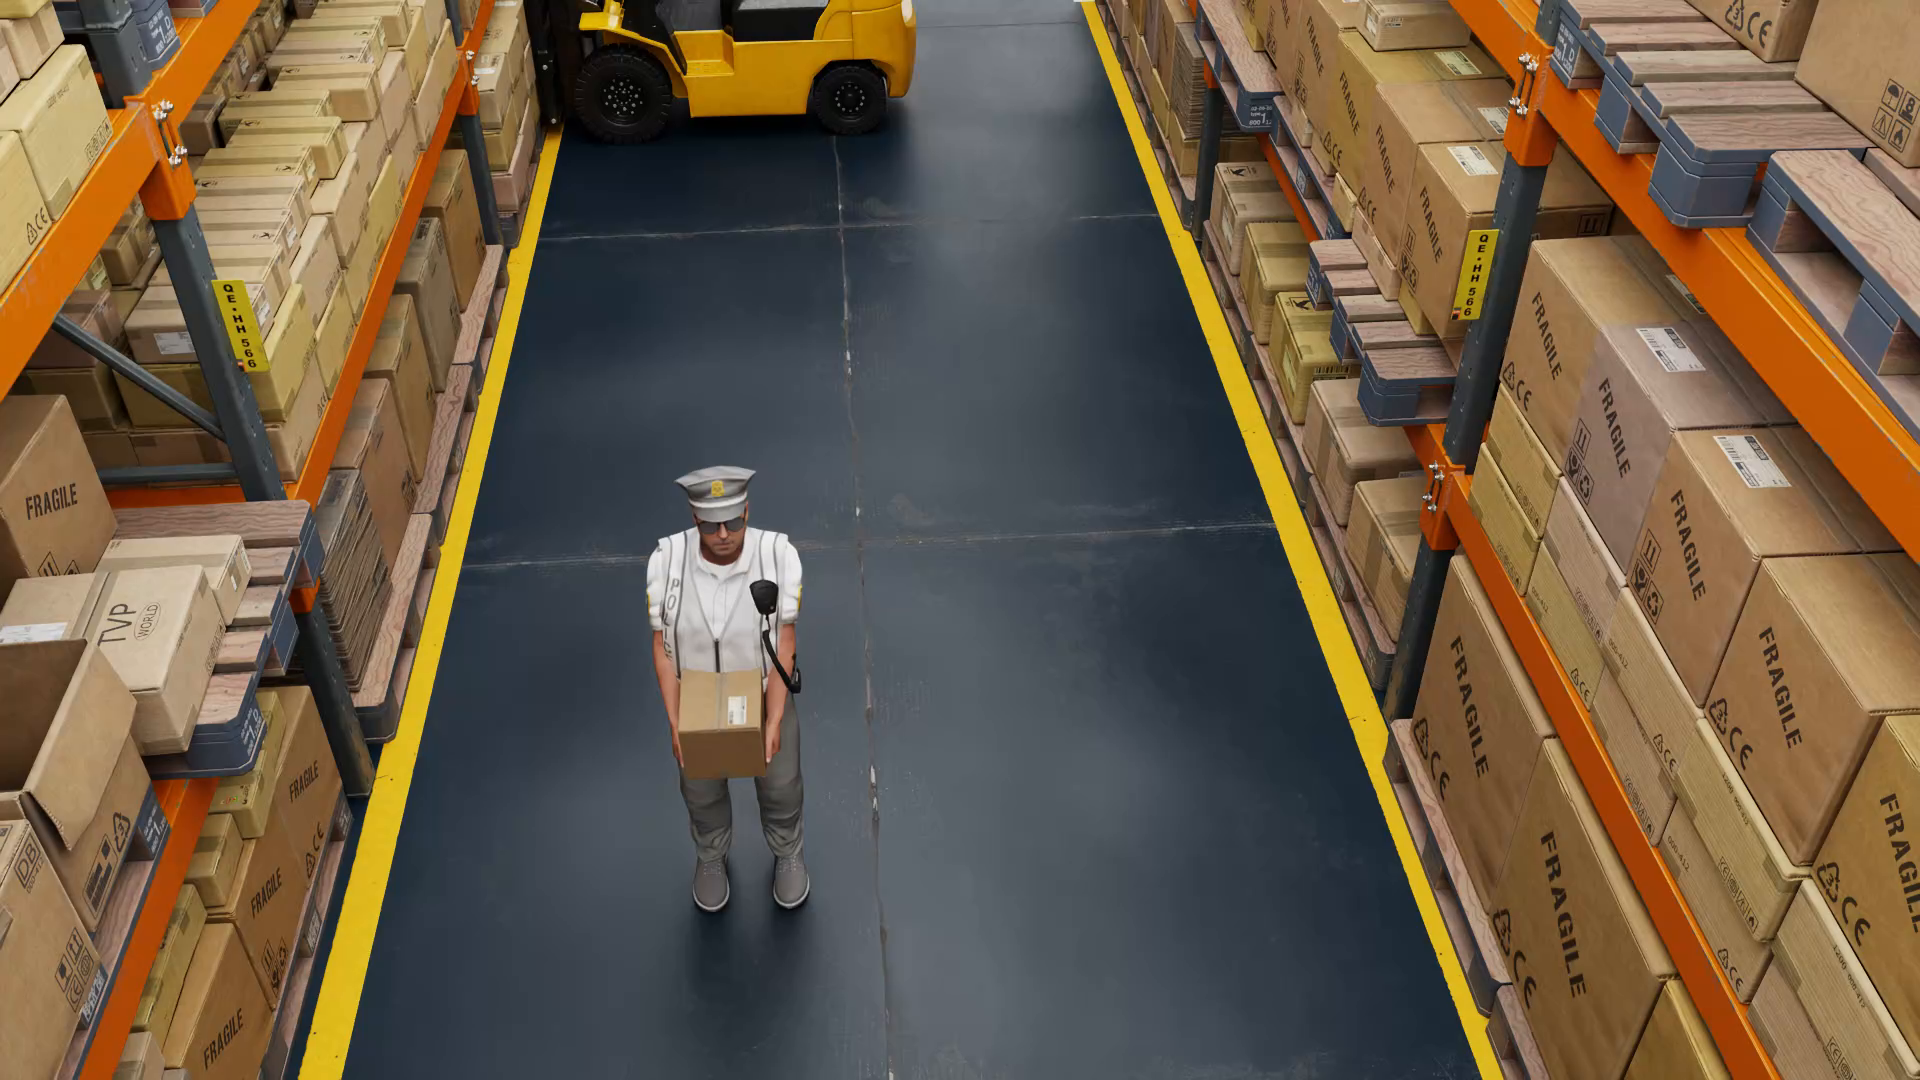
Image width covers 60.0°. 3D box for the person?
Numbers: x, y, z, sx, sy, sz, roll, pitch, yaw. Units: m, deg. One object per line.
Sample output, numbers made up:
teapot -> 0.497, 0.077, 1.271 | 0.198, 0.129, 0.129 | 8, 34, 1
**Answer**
person -> -0.738, 0.553, 5.448 | 0.493, 1.766, 0.565 | -3, 39, -3
